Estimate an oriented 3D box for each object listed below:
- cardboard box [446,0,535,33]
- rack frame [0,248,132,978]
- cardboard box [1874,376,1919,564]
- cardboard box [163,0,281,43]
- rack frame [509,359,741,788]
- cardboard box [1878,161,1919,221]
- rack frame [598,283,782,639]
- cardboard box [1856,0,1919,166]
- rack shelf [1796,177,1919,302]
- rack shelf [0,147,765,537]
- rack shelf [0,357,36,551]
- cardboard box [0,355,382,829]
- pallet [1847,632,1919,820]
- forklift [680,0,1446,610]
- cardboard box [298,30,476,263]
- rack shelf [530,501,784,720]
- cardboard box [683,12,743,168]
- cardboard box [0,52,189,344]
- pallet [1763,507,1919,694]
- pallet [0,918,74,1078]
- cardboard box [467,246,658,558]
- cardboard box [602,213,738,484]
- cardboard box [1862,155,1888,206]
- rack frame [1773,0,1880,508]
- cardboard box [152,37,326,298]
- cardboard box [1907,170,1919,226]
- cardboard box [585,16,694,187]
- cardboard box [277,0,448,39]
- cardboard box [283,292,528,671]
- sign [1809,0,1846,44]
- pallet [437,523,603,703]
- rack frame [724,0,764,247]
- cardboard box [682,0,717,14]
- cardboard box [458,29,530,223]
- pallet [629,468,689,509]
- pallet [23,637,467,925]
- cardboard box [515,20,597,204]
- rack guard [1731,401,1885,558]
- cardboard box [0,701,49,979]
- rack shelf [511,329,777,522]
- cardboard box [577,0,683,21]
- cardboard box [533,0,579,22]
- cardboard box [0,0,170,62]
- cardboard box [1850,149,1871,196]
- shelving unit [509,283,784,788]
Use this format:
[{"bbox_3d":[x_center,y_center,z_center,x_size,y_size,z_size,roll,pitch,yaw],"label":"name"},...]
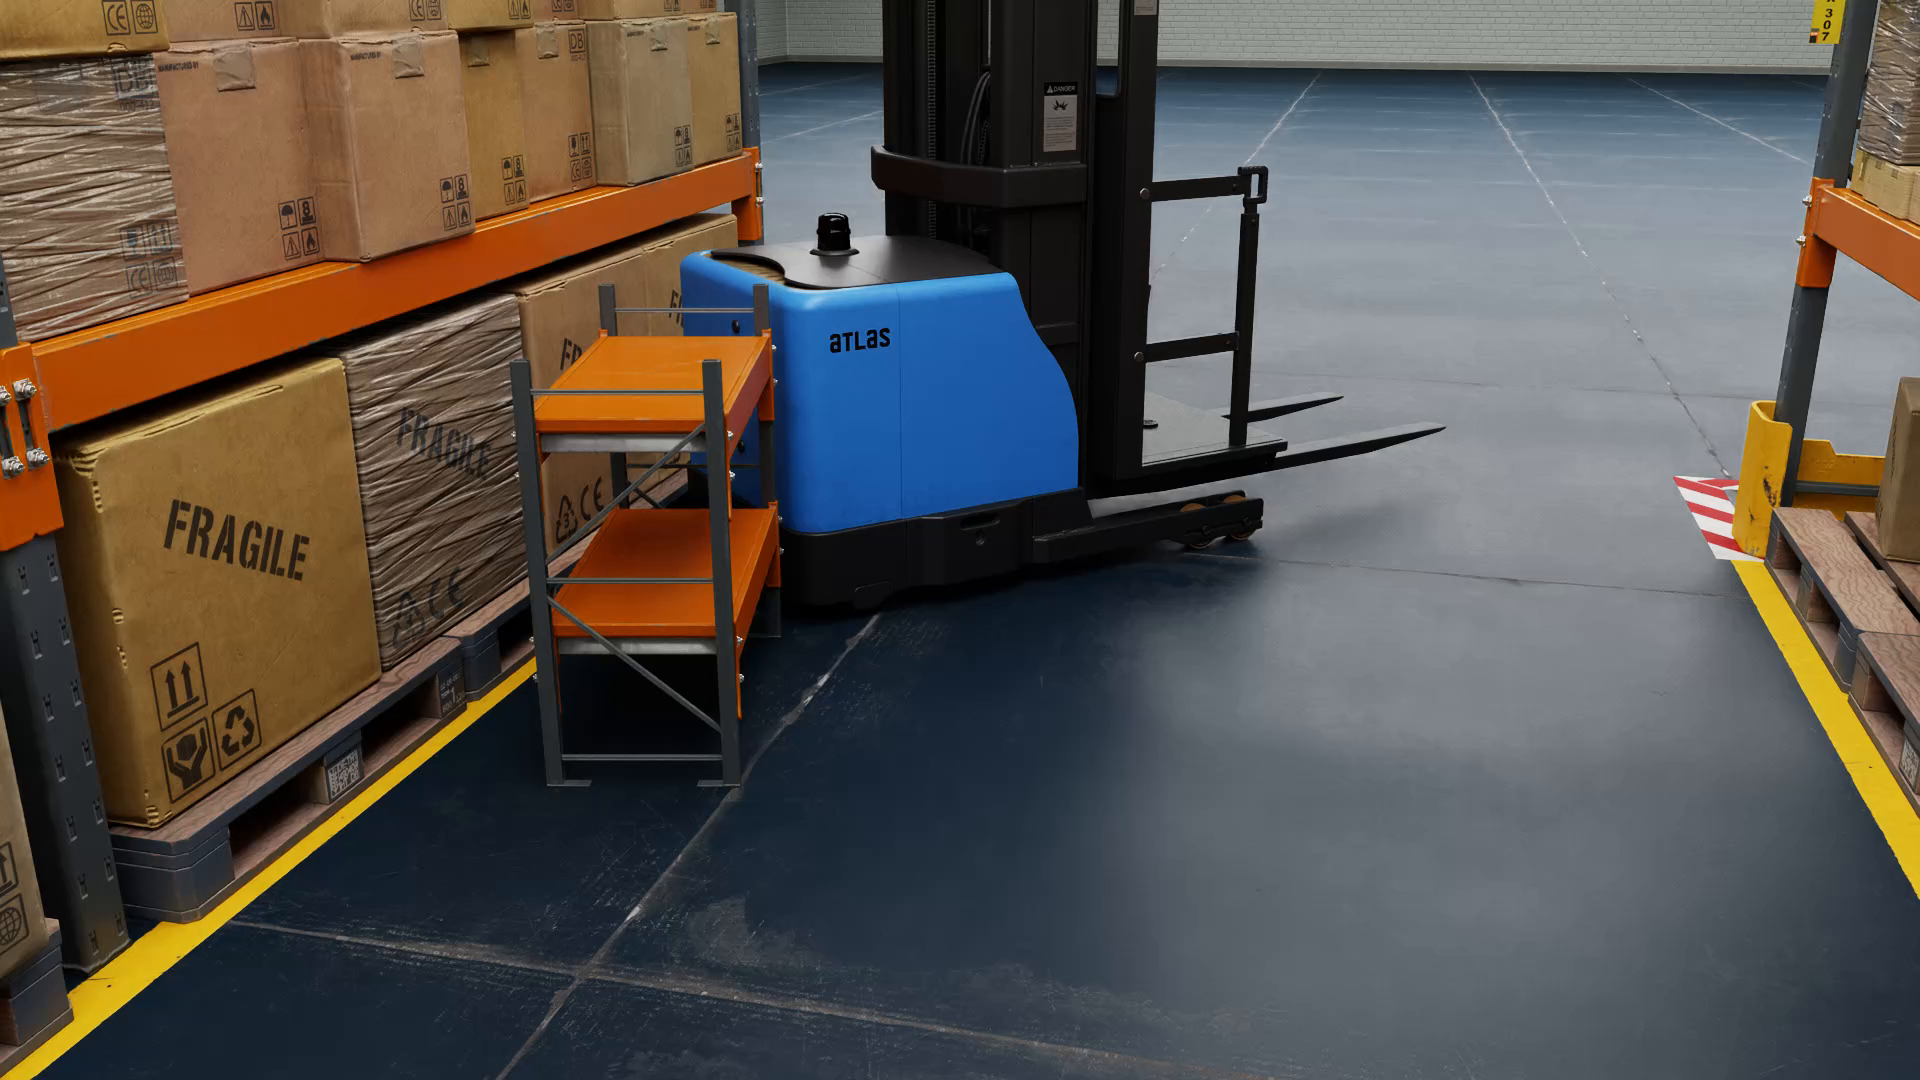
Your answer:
[{"bbox_3d":[-1.765,-1.761,4.798,0.875,0.550,0.500,5,19,13],"label":"cardboard box"},{"bbox_3d":[-2.297,-0.559,3.183,1.000,3.000,0.127,5,19,13],"label":"rack frame"},{"bbox_3d":[3.297,-0.211,5.381,0.500,0.500,0.500,9,21,23],"label":"cardboard box"},{"bbox_3d":[-2.152,-1.435,3.847,0.875,0.550,0.550,5,19,13],"label":"cardboard box"},{"bbox_3d":[-0.820,0.104,4.142,0.500,1.125,0.032,0,19,0],"label":"rack frame"},{"bbox_3d":[3.009,-1.046,4.997,0.380,0.149,0.250,5,19,13],"label":"cardboard box"},{"bbox_3d":[-0.819,-0.224,5.105,0.500,1.125,0.032,0,19,0],"label":"rack frame"},{"bbox_3d":[3.304,-1.407,5.052,0.875,0.500,0.500,5,19,13],"label":"cardboard box"},{"bbox_3d":[2.977,-0.422,3.895,1.077,0.370,4.000,5,19,13],"label":"rack shelf"},{"bbox_3d":[-1.808,-0.845,5.135,1.077,0.370,4.000,5,19,13],"label":"rack shelf"},{"bbox_3d":[-2.786,0.408,1.464,1.077,0.370,4.000,5,19,13],"label":"rack shelf"},{"bbox_3d":[-2.075,0.056,4.020,0.875,0.875,0.875,5,19,14],"label":"cardboard box"},{"bbox_3d":[2.914,0.587,4.142,1.003,0.211,1.213,5,19,13],"label":"pallet"},{"bbox_3d":[0.539,-1.489,6.014,3.031,2.935,1.130,-11,22,-29],"label":"forklift"},{"bbox_3d":[-1.860,-1.081,4.478,0.875,0.550,0.550,5,19,13],"label":"cardboard box"},{"bbox_3d":[-0.819,0.171,4.702,0.538,0.278,1.000,0,19,0],"label":"rack shelf"},{"bbox_3d":[-1.366,-1.764,6.479,0.875,0.550,0.550,5,19,13],"label":"cardboard box"},{"bbox_3d":[-2.218,-0.746,3.500,0.875,0.550,0.550,5,19,13],"label":"cardboard box"},{"bbox_3d":[3.214,0.206,5.258,1.003,0.211,1.213,5,19,13],"label":"pallet"},{"bbox_3d":[-2.412,1.008,2.908,1.003,0.211,1.213,5,19,13],"label":"pallet"},{"bbox_3d":[-1.634,-0.512,5.684,0.875,0.875,0.875,4,19,13],"label":"cardboard box"},{"bbox_3d":[-1.421,-0.788,6.492,0.875,0.875,0.875,5,19,14],"label":"cardboard box"},{"bbox_3d":[3.085,-1.123,5.223,0.380,0.149,0.250,5,19,13],"label":"cardboard box"},{"bbox_3d":[3.465,-1.389,5.614,1.000,3.000,0.127,5,19,13],"label":"rack frame"},{"bbox_3d":[-2.106,-0.921,4.010,0.875,0.550,0.550,5,19,13],"label":"cardboard box"},{"bbox_3d":[2.968,-0.966,4.763,0.380,0.149,0.250,5,19,13],"label":"cardboard box"},{"bbox_3d":[-1.480,-1.590,5.969,0.875,0.550,0.550,5,19,13],"label":"cardboard box"},{"bbox_3d":[-1.887,-1.594,4.310,0.875,0.550,0.550,5,19,13],"label":"cardboard box"},{"bbox_3d":[-1.859,-0.227,4.848,0.875,0.875,0.875,5,19,14],"label":"cardboard box"},{"bbox_3d":[2.939,-1.842,5.600,0.100,0.325,0.005,5,19,13],"label":"sign"},{"bbox_3d":[-1.739,0.145,5.437,1.003,0.211,1.213,5,19,13],"label":"pallet"},{"bbox_3d":[-1.320,-1.813,6.854,1.000,3.000,0.127,5,19,13],"label":"rack frame"},{"bbox_3d":[-1.448,-2.281,6.323,0.875,0.550,0.550,5,19,13],"label":"cardboard box"},{"bbox_3d":[-1.828,-1.255,4.988,0.875,0.550,0.500,5,19,13],"label":"cardboard box"},{"bbox_3d":[-1.439,-0.236,6.553,1.003,0.211,1.213,5,19,13],"label":"pallet"},{"bbox_3d":[-2.035,0.529,4.314,1.003,0.211,1.213,5,19,13],"label":"pallet"},{"bbox_3d":[-1.738,-1.424,5.484,0.875,0.550,0.550,5,19,13],"label":"cardboard box"},{"bbox_3d":[3.447,-0.183,5.948,1.175,0.500,0.348,5,19,13],"label":"rack guard"},{"bbox_3d":[-2.361,0.509,2.888,1.050,0.750,0.750,5,19,13],"label":"cardboard box"},{"bbox_3d":[-0.819,-0.337,4.529,0.538,0.278,1.000,0,19,0],"label":"rack shelf"},{"bbox_3d":[-1.493,-2.102,5.797,0.875,0.550,0.550,5,19,13],"label":"cardboard box"},{"bbox_3d":[-1.761,-1.937,5.315,0.875,0.550,0.550,5,19,13],"label":"cardboard box"},{"bbox_3d":[-2.173,-1.254,3.315,0.875,0.550,0.550,5,19,13],"label":"cardboard box"},{"bbox_3d":[3.165,-1.200,5.448,0.380,0.149,0.250,5,19,13],"label":"cardboard box"},{"bbox_3d":[-0.819,-0.060,4.623,0.538,1.125,1.048,0,19,0],"label":"shelving unit"}]
